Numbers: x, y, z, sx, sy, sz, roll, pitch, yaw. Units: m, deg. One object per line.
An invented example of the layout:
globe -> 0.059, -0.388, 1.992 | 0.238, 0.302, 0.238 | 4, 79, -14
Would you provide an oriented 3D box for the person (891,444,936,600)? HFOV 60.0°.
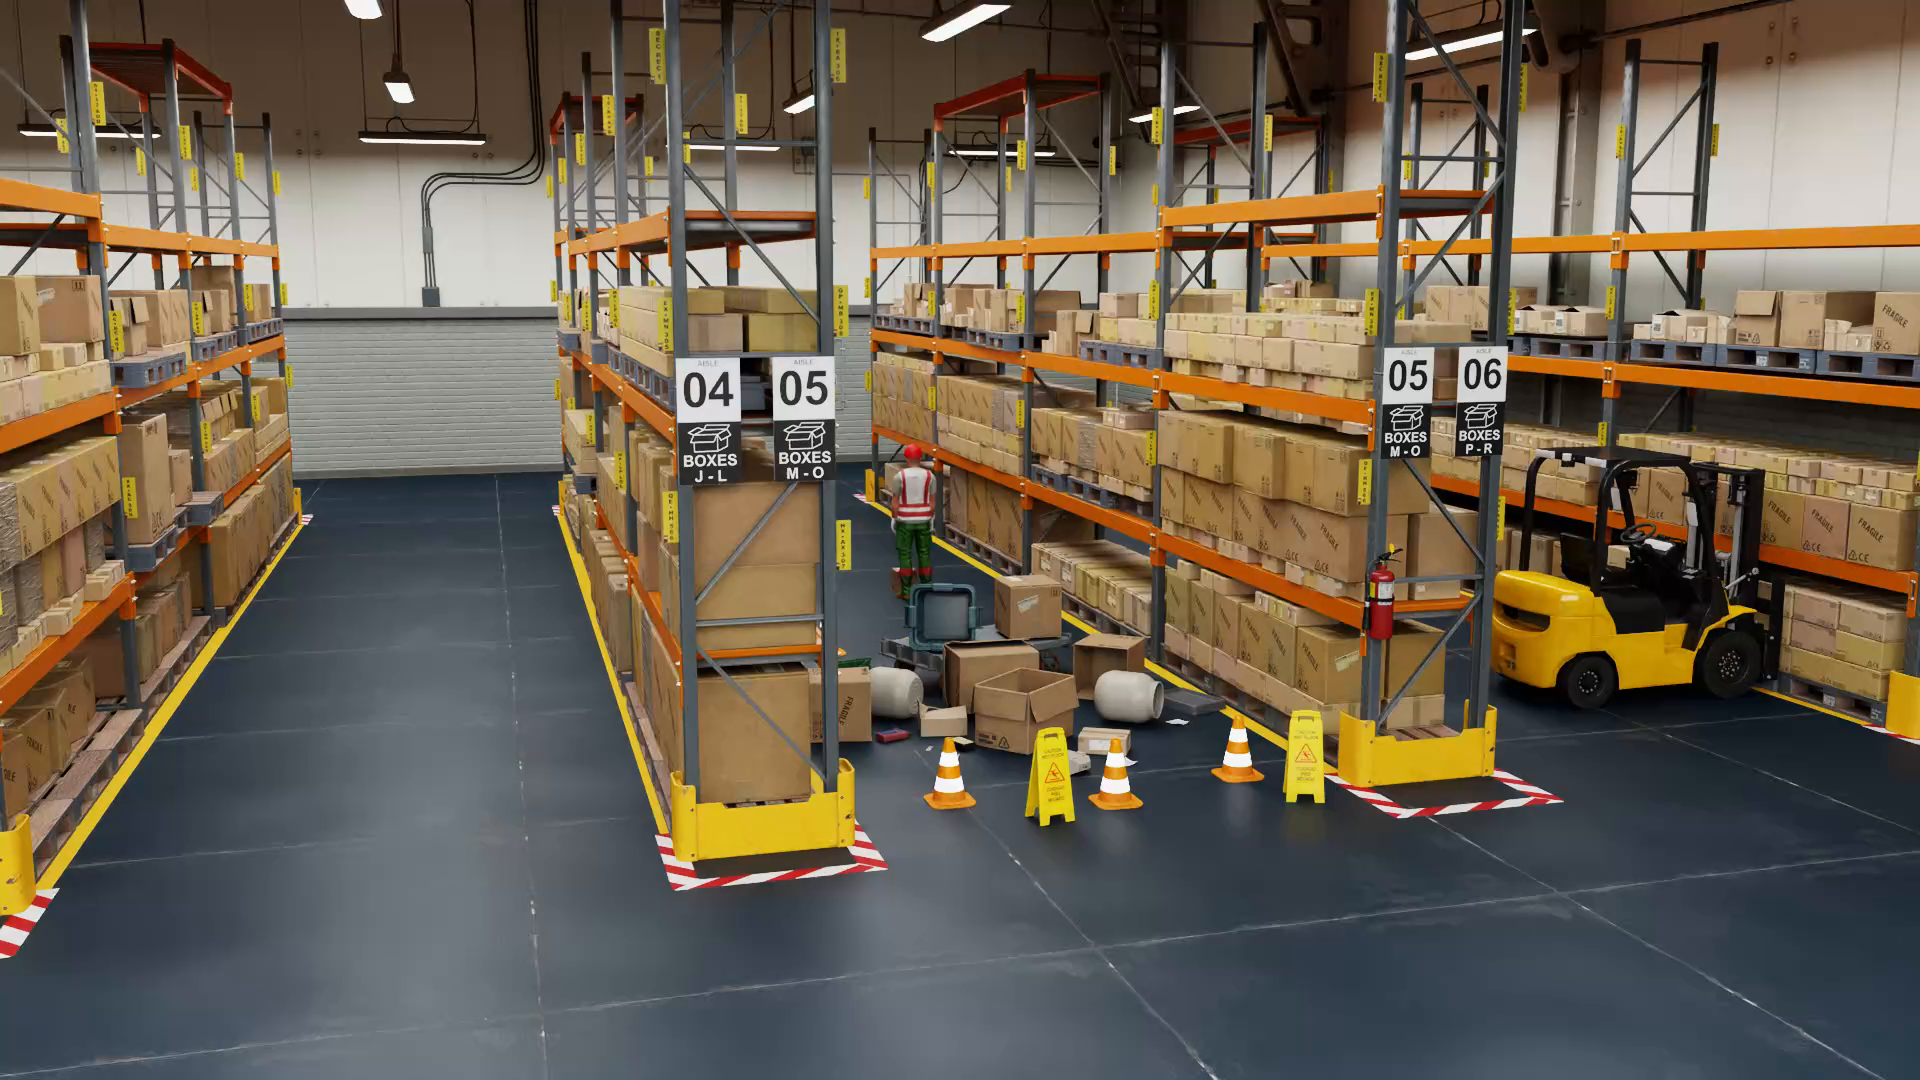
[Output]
person -> -0.538, -0.214, 19.131 | 0.525, 1.786, 0.339 | -2, 9, -15
